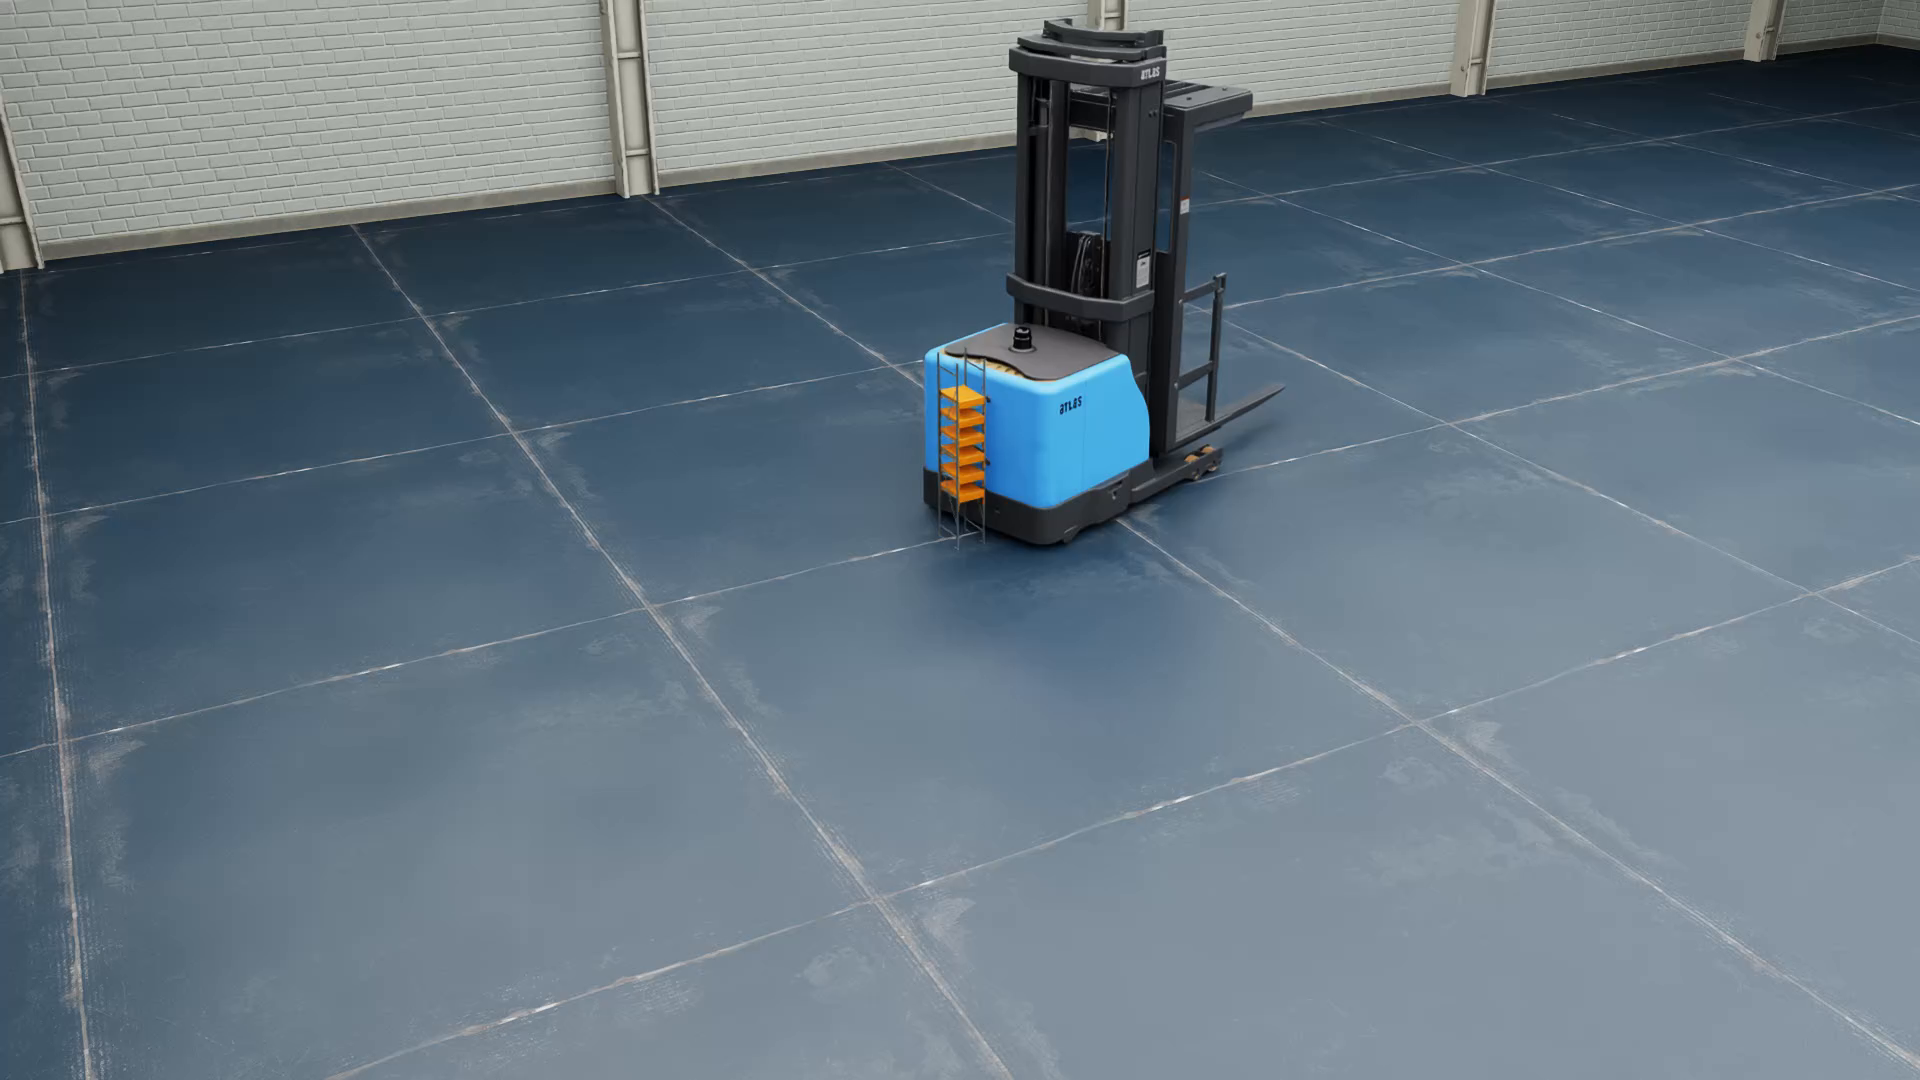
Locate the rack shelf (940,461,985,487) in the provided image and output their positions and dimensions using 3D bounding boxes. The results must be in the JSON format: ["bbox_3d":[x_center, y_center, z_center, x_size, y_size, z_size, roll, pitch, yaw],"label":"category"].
[{"bbox_3d":[0.009,-0.393,10.062,0.180,0.103,0.258,-14,29,-27],"label":"rack shelf"}]

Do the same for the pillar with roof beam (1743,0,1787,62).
[{"bbox_3d":[14.396,-9.862,20.393,0.400,9.000,9.100,-13,29,-25],"label":"pillar with roof beam"}]

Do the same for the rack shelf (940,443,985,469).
[{"bbox_3d":[0.008,-0.501,10.010,0.180,0.103,0.258,-14,29,-27],"label":"rack shelf"}]

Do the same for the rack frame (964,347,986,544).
[{"bbox_3d":[0.087,-0.561,10.032,0.006,1.200,0.240,-14,29,-27],"label":"rack frame"}]

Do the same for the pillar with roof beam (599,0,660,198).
[{"bbox_3d":[-1.487,-6.196,12.758,0.400,9.000,9.100,-13,29,-25],"label":"pillar with roof beam"}]

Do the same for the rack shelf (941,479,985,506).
[{"bbox_3d":[0.009,-0.285,10.113,0.180,0.103,0.258,-14,29,-27],"label":"rack shelf"}]

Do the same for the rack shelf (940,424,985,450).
[{"bbox_3d":[0.008,-0.609,9.958,0.180,0.103,0.258,-14,29,-27],"label":"rack shelf"}]

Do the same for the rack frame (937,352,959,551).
[{"bbox_3d":[-0.070,-0.521,9.949,0.006,1.200,0.240,-14,29,-27],"label":"rack frame"}]

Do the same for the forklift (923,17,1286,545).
[{"bbox_3d":[1.120,-1.849,10.715,1.130,2.935,3.031,21,33,37],"label":"forklift"}]

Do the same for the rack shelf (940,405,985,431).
[{"bbox_3d":[0.008,-0.718,9.906,0.180,0.103,0.258,-14,29,-27],"label":"rack shelf"}]

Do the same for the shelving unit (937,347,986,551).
[{"bbox_3d":[0.008,-0.541,9.990,0.189,1.200,0.258,-14,29,-27],"label":"shelving unit"}]

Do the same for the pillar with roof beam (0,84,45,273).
[{"bbox_3d":[-6.781,-4.974,10.213,0.400,9.000,9.100,-13,29,-25],"label":"pillar with roof beam"}]

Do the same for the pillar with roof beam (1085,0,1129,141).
[{"bbox_3d":[3.807,-7.418,15.303,0.400,9.000,9.100,-13,29,-25],"label":"pillar with roof beam"}]

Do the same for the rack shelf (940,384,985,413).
[{"bbox_3d":[0.008,-0.826,9.854,0.180,0.103,0.258,-14,29,-27],"label":"rack shelf"}]

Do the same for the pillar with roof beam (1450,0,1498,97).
[{"bbox_3d":[9.101,-8.640,17.848,0.400,9.000,9.100,-13,29,-25],"label":"pillar with roof beam"}]
